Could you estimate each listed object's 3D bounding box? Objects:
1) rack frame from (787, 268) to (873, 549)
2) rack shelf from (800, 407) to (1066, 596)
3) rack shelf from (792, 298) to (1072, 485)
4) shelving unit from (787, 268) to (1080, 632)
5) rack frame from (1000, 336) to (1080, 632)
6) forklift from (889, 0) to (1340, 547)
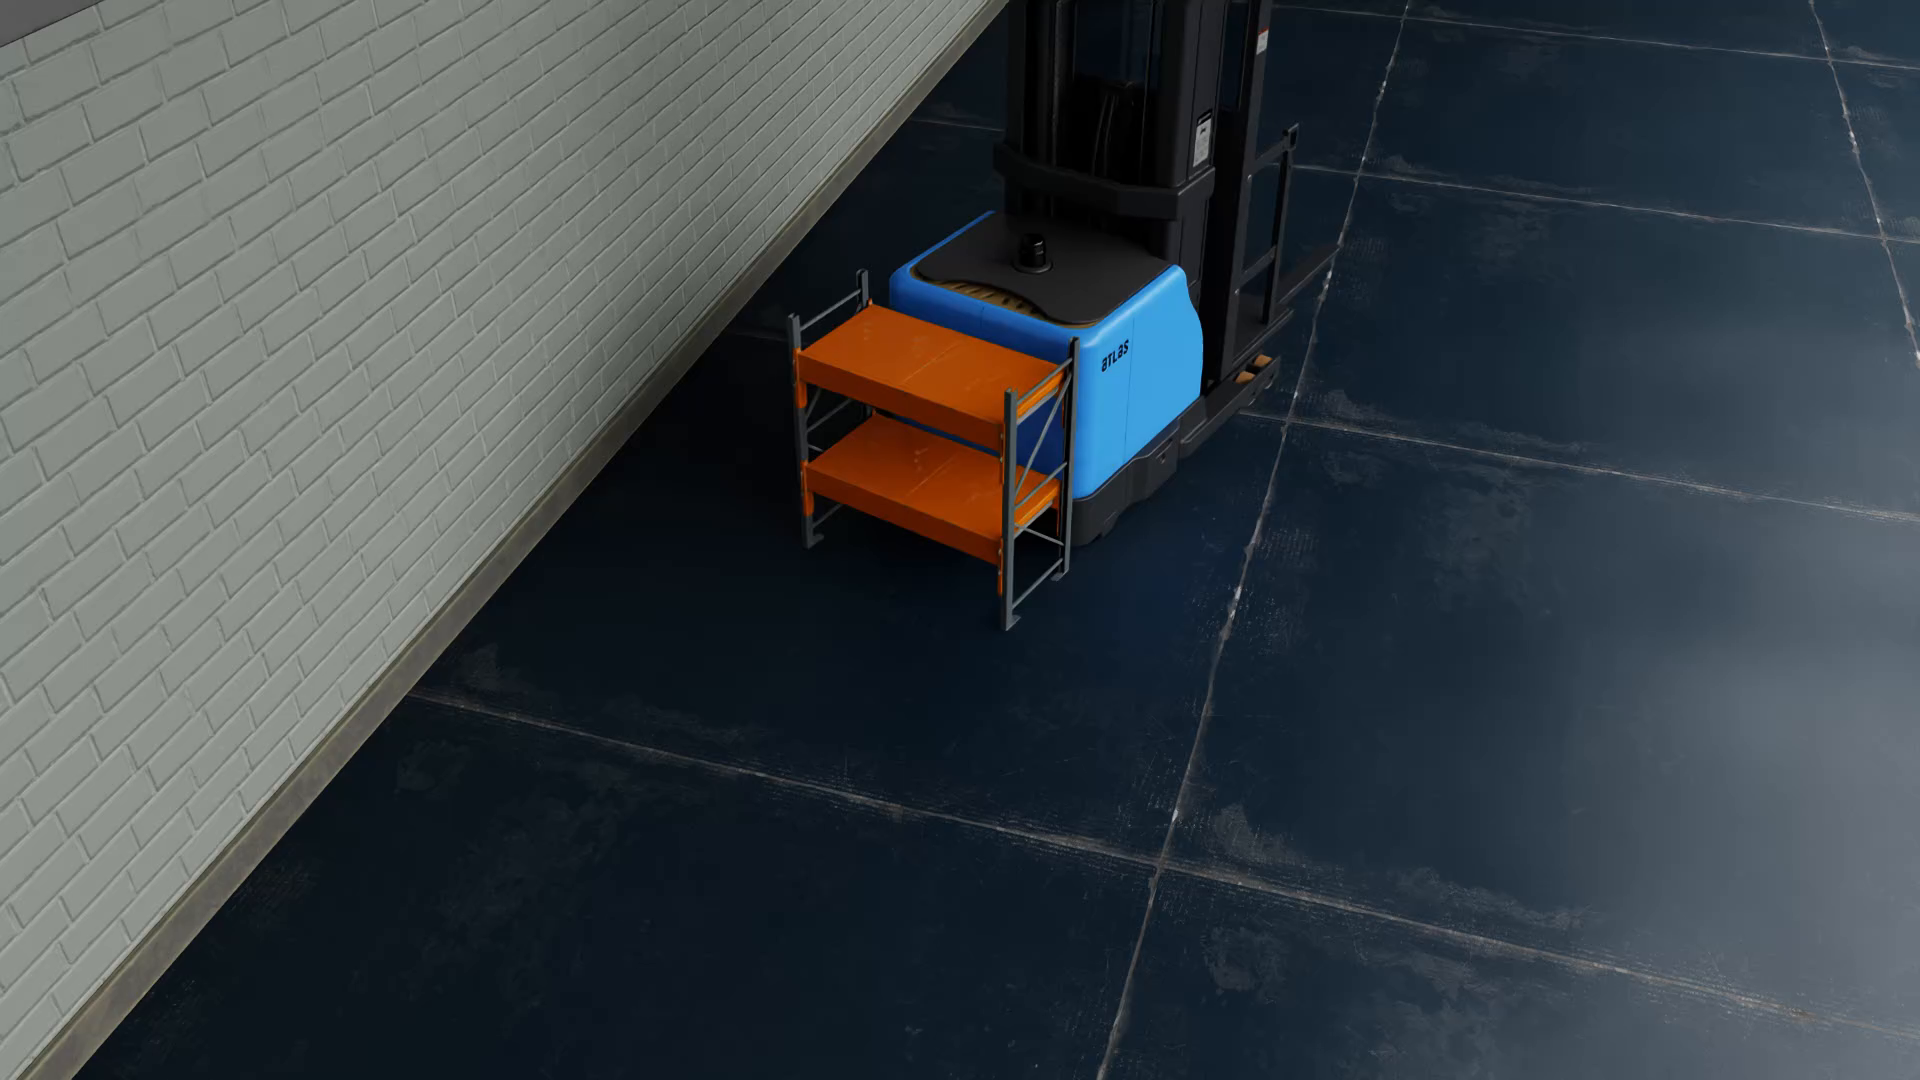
[{"bbox_3d":[-0.532,-0.543,7.039,0.032,1.125,0.500,22,42,27],"label":"rack frame"},{"bbox_3d":[-0.109,-0.179,6.956,1.000,0.278,0.538,22,42,27],"label":"rack shelf"},{"bbox_3d":[-0.109,-0.611,6.638,1.000,0.278,0.538,22,42,27],"label":"rack shelf"},{"bbox_3d":[-0.109,-0.376,6.811,1.048,1.125,0.538,22,42,27],"label":"shelving unit"},{"bbox_3d":[0.314,-0.208,6.584,0.032,1.125,0.500,22,42,27],"label":"rack frame"},{"bbox_3d":[0.936,-1.984,7.473,1.130,2.935,3.031,22,42,27],"label":"forklift"}]
